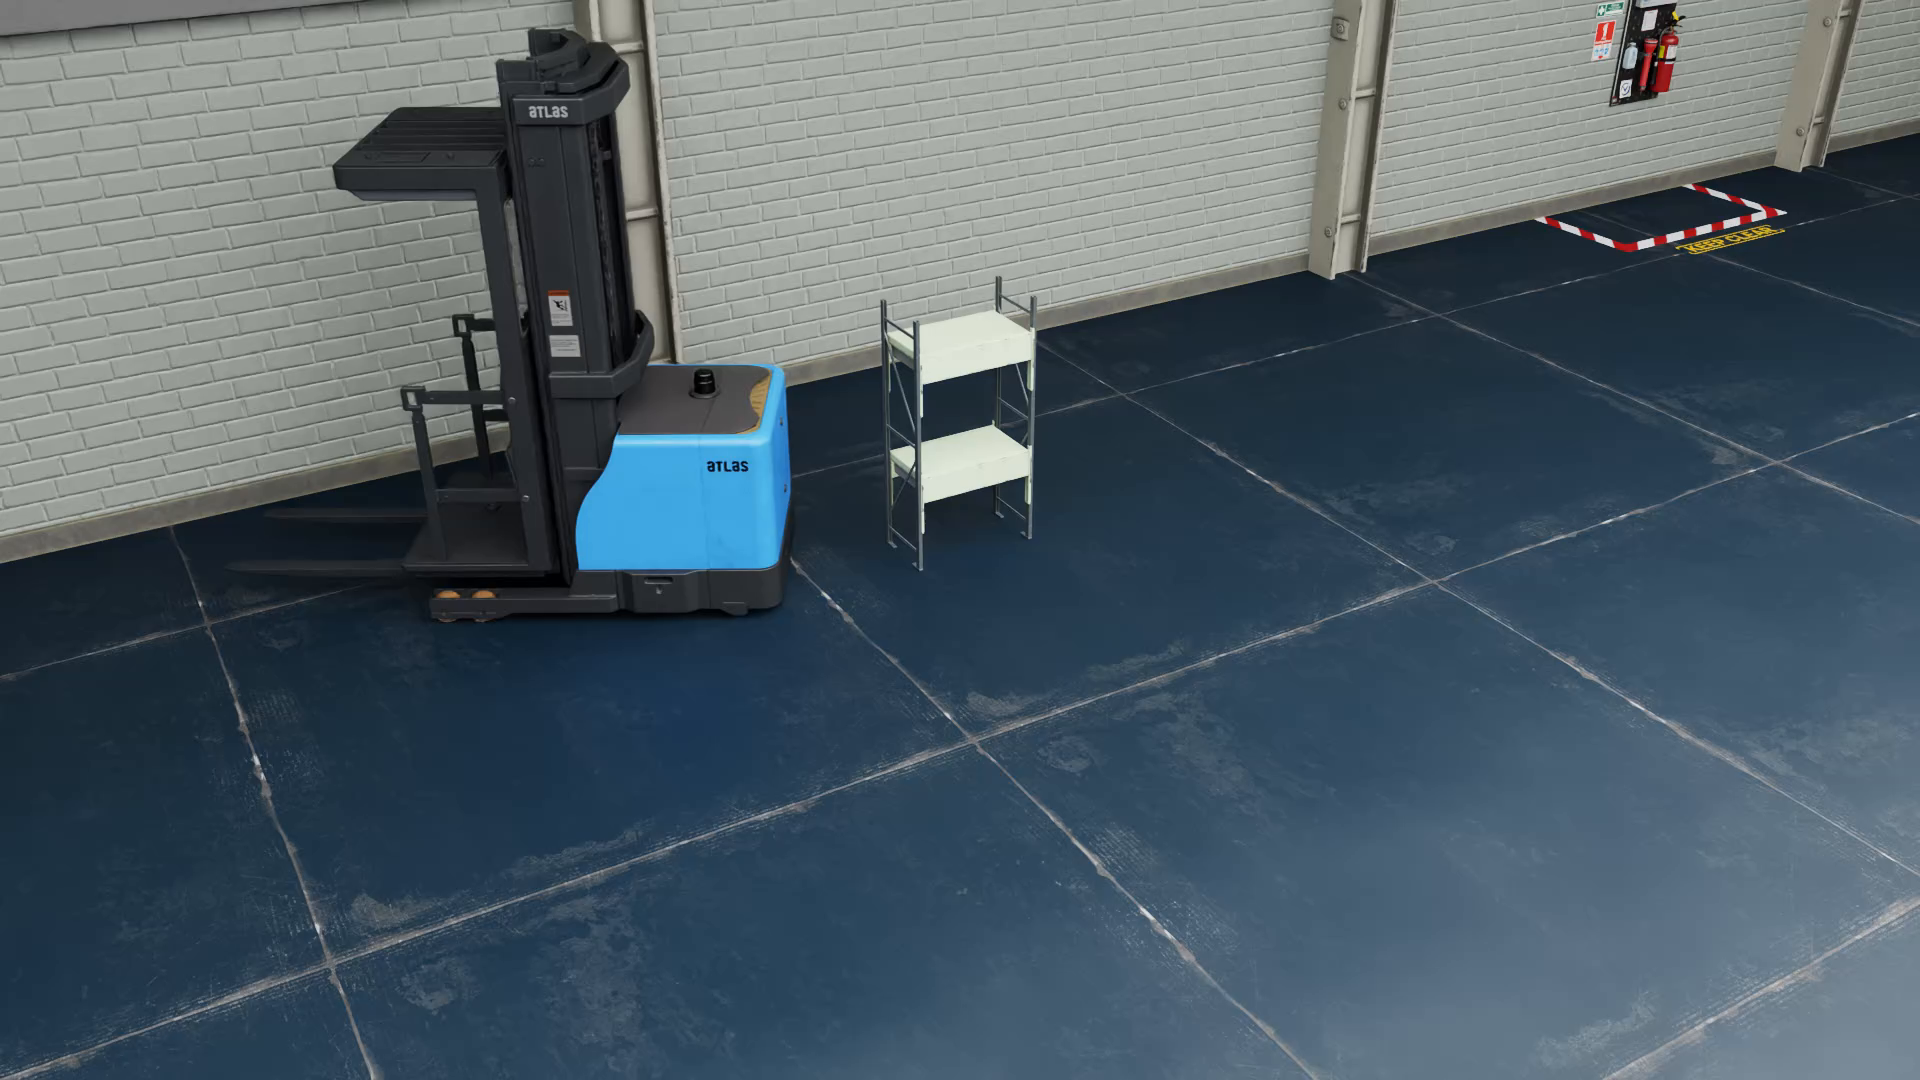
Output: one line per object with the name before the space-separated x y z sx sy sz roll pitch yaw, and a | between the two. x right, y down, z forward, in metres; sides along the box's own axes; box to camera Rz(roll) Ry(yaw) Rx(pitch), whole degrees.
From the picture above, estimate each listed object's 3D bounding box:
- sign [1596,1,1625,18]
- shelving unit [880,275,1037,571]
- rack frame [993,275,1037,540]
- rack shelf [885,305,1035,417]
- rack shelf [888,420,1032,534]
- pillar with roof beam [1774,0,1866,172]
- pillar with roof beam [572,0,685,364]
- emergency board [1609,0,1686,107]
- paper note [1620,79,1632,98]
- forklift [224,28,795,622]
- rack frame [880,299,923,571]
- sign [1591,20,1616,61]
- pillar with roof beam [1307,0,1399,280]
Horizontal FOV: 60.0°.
sign | 5.623 -4.588 14.374 0.331 0.109 0.001 -16 33 -26
shelving unit | -0.006 -0.655 9.385 0.755 1.500 0.431 -16 33 -26
rack frame | 0.310 -0.745 9.547 0.023 1.500 0.400 -16 33 -26
rack shelf | -0.006 -0.997 9.196 0.720 0.370 0.431 -16 33 -26
rack shelf | -0.006 -0.370 9.542 0.720 0.370 0.431 -16 33 -26
pillar with roof beam | 10.474 -5.858 11.051 0.400 9.000 9.100 -16 33 -26
pillar with roof beam | 0.128 -2.920 5.728 0.400 9.000 9.100 -16 33 -26
emergency board | 6.143 -4.436 14.683 0.643 1.169 0.194 -16 33 -26
paper note | 5.956 -4.035 14.869 0.142 0.148 0.016 -16 33 -26
forklift | -2.478 -1.099 8.707 3.031 2.935 1.130 0 29 0
rack frame | -0.321 -0.565 9.222 0.023 1.500 0.400 -16 33 -26
sign | 5.614 -4.359 14.507 0.234 0.329 0.001 -16 33 -26
pillar with roof beam | 5.301 -4.389 8.390 0.400 9.000 9.100 -16 33 -26
